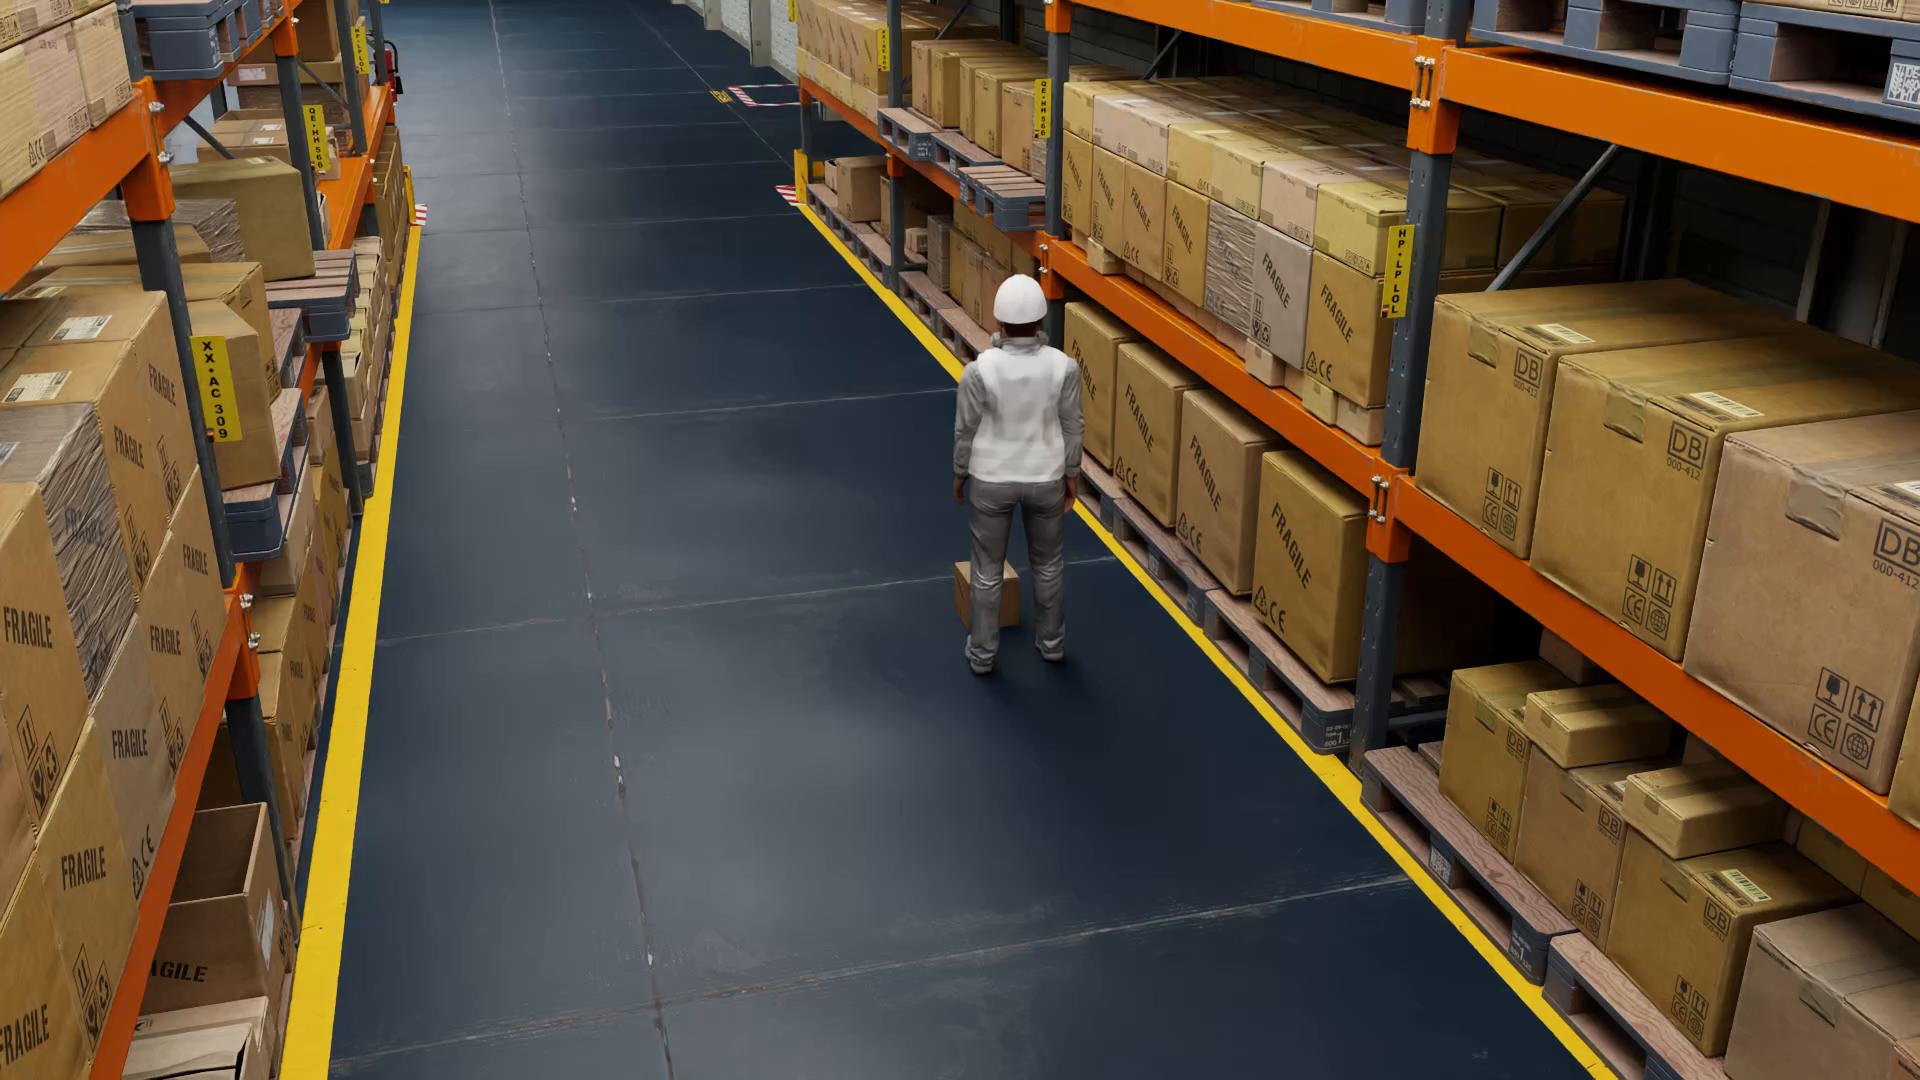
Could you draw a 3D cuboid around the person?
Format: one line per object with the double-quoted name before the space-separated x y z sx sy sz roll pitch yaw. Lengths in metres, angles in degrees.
"person" 0.241 -0.283 7.207 0.551 1.788 0.428 -3 23 -7
